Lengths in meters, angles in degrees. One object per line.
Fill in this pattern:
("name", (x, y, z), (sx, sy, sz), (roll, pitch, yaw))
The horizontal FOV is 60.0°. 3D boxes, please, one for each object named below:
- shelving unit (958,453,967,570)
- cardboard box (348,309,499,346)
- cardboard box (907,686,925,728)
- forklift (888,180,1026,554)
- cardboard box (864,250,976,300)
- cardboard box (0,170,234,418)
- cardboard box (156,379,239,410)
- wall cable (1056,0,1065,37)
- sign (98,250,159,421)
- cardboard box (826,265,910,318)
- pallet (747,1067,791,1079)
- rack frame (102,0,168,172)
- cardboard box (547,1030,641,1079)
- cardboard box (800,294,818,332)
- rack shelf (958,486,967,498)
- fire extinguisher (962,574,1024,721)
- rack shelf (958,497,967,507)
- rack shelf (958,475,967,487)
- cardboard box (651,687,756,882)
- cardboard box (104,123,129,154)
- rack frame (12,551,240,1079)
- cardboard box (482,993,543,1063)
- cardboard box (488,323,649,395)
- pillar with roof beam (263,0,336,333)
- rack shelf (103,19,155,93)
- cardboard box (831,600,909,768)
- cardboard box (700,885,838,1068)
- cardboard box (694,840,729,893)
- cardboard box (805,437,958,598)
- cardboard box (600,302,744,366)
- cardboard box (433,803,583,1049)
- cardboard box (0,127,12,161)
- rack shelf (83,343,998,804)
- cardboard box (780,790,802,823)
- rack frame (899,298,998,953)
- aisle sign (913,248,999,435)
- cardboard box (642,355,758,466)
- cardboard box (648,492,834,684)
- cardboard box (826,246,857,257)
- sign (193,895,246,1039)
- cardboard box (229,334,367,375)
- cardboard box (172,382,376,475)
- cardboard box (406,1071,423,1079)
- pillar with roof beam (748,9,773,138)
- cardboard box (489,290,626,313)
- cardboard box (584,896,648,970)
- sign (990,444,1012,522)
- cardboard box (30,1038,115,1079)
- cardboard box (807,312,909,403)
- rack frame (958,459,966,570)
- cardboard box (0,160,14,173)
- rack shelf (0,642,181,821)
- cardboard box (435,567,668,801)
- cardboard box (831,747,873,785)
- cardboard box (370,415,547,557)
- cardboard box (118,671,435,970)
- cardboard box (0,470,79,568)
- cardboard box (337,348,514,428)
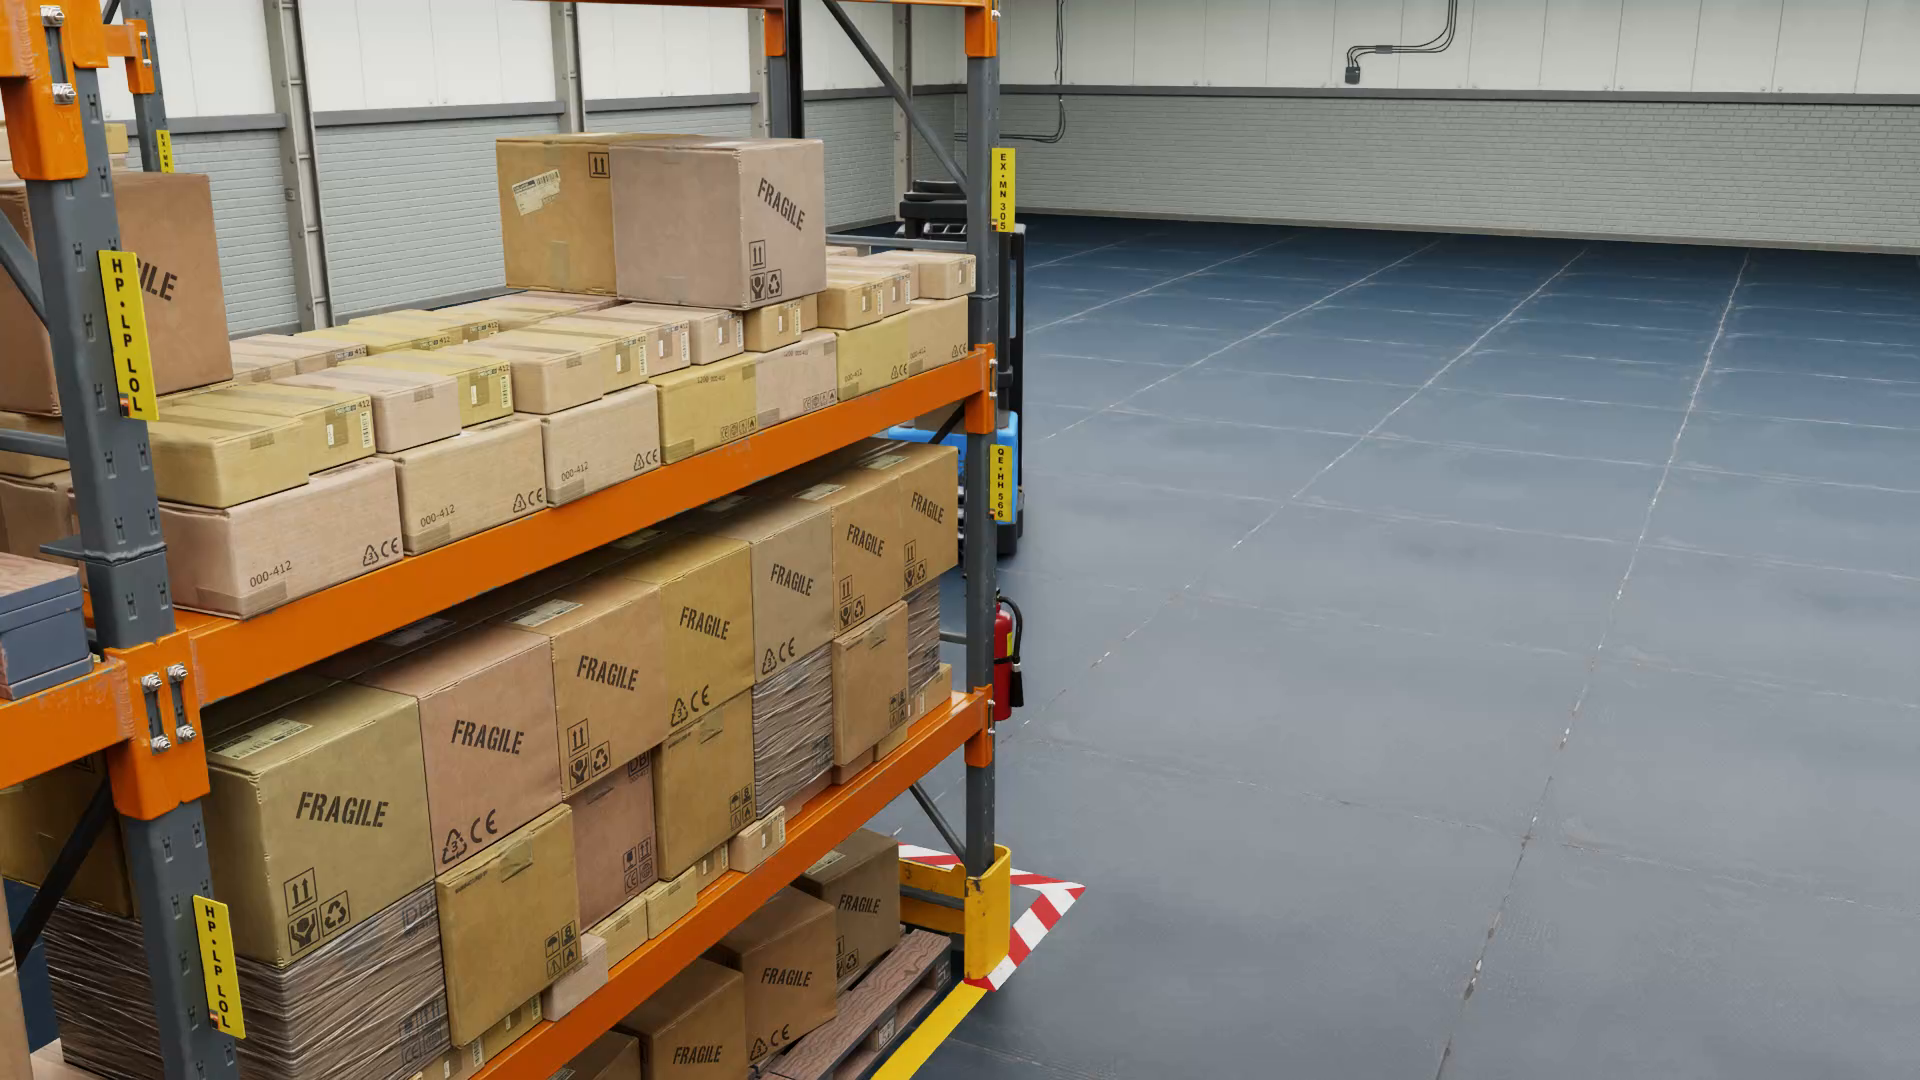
("shelving unit", (-0.067, -0.228, 13.211), (0.258, 0.900, 0.210), (1, 17, 3))
("cardboard box", (-1.632, -0.601, 5.075), (0.380, 0.149, 0.250), (9, 19, 28))
("cardboard box", (-0.371, 0.676, 6.922), (0.380, 0.149, 0.250), (8, 18, 25))
("forklift", (0.011, -1.663, 14.476), (1.130, 2.935, 3.031), (1, 17, 3))
("cardboard box", (-0.160, -1.054, 6.599), (0.380, 0.149, 0.250), (8, 18, 25))
("cardboard box", (-2.130, -0.603, 3.943), (0.500, 0.500, 0.500), (8, 18, 24))
("cardboard box", (-2.015, -0.321, 4.133), (0.380, 0.149, 0.250), (8, 18, 26))
("wall cable", (3.584, -13.124, 38.988), (3.097, 2.526, 0.112), (8, 18, 25))
("sign", (-1.605, -0.393, 3.211), (0.100, 0.325, 0.005), (8, 18, 25))
("cardboard box", (-0.406, -0.919, 6.144), (0.380, 0.149, 0.250), (7, 18, 23))
("pallet", (-1.291, 2.261, 6.041), (1.003, 0.211, 1.213), (8, 18, 25))
("rack frame", (-4.708, -3.140, 8.790), (1.000, 3.000, 0.127), (8, 18, 25))
("cardboard box", (-1.432, 1.997, 5.685), (0.500, 0.500, 0.500), (6, 18, 20))
("cardboard box", (-0.719, -0.805, 5.760), (0.380, 0.149, 0.250), (8, 18, 26))
("rack shelf", (-0.067, -0.368, 13.169), (0.258, 0.077, 0.200), (1, 17, 3))
("fire extinguisher", (0.148, 0.460, 7.345), (0.296, 0.674, 0.183), (8, 18, 25))
("rack shelf", (-0.067, -0.282, 13.194), (0.258, 0.077, 0.200), (1, 17, 3))
("rack shelf", (-0.067, -0.455, 13.143), (0.258, 0.077, 0.200), (1, 17, 3))
("cardboard box", (-1.198, 0.729, 5.602), (0.875, 0.500, 0.500), (8, 18, 25))
("cardboard box", (-4.555, -2.084, 8.631), (0.380, 0.149, 0.250), (8, 18, 26))
("rack frame", (-2.103, 1.412, 4.003), (1.000, 3.000, 0.127), (8, 18, 25))
("cardboard box", (-1.424, 1.322, 4.748), (0.380, 0.149, 0.250), (8, 18, 25))
("cardboard box", (-1.133, -0.526, 4.821), (0.380, 0.149, 0.250), (8, 18, 24))
("pillar with roof beam", (-5.528, -6.820, 21.183), (9.100, 9.000, 0.400), (8, 18, 25))
("rack shelf", (-5.601, -2.094, 7.234), (1.077, 0.370, 4.000), (8, 18, 25))
("cardboard box", (-0.702, 0.482, 6.436), (0.875, 0.500, 0.500), (8, 18, 25))
("cardboard box", (-0.846, 1.703, 6.674), (0.500, 0.500, 0.500), (14, 22, 40))
("cardboard box", (-1.008, 1.063, 5.620), (0.380, 0.149, 0.250), (8, 18, 25))
("cardboard box", (-0.340, -0.105, 6.657), (0.500, 0.500, 0.500), (8, 18, 25))
("cardboard box", (-0.912, -0.659, 5.271), (0.380, 0.149, 0.250), (7, 18, 23))
("cardboard box", (-1.592, 0.992, 4.719), (0.875, 0.500, 0.500), (8, 18, 25))
("cardboard box", (-4.782, -1.955, 8.198), (0.380, 0.149, 0.250), (8, 19, 26))
("rack shelf", (-1.209, -0.191, 5.393), (1.077, 0.370, 4.000), (8, 18, 25))
("cardboard box", (-0.802, 0.933, 6.057), (0.380, 0.149, 0.250), (8, 18, 25))
("rack frame", (-0.316, 0.393, 7.433), (1.000, 3.000, 0.127), (8, 18, 25))
("aisle sign", (-0.020, -0.831, 6.988), (0.394, 0.787, 0.004), (8, 18, 25))
("cardboard box", (-0.981, -0.432, 5.206), (0.500, 0.250, 0.500), (8, 18, 24))
("cardboard box", (-0.784, 0.150, 5.798), (0.500, 0.500, 0.500), (8, 18, 25))
("cardboard box", (-0.646, -1.123, 6.833), (0.380, 0.149, 0.250), (8, 18, 25))
("sign", (-1.605, 0.926, 3.603), (0.100, 0.325, 0.005), (8, 18, 25))
("cardboard box", (-1.880, -0.470, 4.633), (0.380, 0.149, 0.250), (7, 18, 24))
("cardboard box", (-1.624, -0.265, 3.944), (0.380, 0.149, 0.250), (7, 18, 23))
("cardboard box", (-1.614, 1.454, 4.303), (0.380, 0.149, 0.250), (8, 18, 25))
("pillar with roof beam", (-0.165, -9.877, 31.474), (9.100, 9.000, 0.400), (8, 18, 25))
("cardboard box", (-1.327, -0.727, 5.499), (0.380, 0.149, 0.250), (8, 18, 25))
("cardboard box", (-1.201, 1.194, 5.177), (0.380, 0.149, 0.250), (8, 18, 25))
("sign", (0.172, -0.238, 6.968), (0.100, 0.325, 0.005), (8, 18, 25))
("cardboard box", (-2.270, 1.440, 4.349), (0.380, 0.149, 0.250), (8, 18, 25))
("cardboard box", (-0.524, -0.690, 6.076), (0.500, 0.250, 0.500), (8, 18, 26))
("rack frame", (-0.072, -0.199, 13.113), (0.240, 0.900, 0.006), (1, 17, 3))
("cardboard box", (-4.901, -1.734, 8.154), (0.500, 0.250, 0.500), (8, 18, 25))
("rack shelf", (-2.997, 0.828, 1.963), (1.077, 0.370, 4.000), (8, 18, 25))
("cardboard box", (-1.228, 0.405, 4.939), (0.500, 0.500, 0.500), (8, 18, 25))
("cardboard box", (-0.562, 0.808, 6.478), (0.380, 0.149, 0.250), (8, 18, 25))
("cardboard box", (-1.441, -0.172, 4.329), (0.500, 0.250, 0.500), (8, 18, 25))
("cardboard box", (-1.674, 0.660, 4.081), (0.500, 0.500, 0.500), (8, 18, 25))
("cardboard box", (-2.133, -0.104, 4.100), (0.500, 0.250, 0.500), (9, 19, 27))
("cardboard box", (-1.413, -0.400, 4.397), (0.380, 0.149, 0.250), (9, 19, 27))
